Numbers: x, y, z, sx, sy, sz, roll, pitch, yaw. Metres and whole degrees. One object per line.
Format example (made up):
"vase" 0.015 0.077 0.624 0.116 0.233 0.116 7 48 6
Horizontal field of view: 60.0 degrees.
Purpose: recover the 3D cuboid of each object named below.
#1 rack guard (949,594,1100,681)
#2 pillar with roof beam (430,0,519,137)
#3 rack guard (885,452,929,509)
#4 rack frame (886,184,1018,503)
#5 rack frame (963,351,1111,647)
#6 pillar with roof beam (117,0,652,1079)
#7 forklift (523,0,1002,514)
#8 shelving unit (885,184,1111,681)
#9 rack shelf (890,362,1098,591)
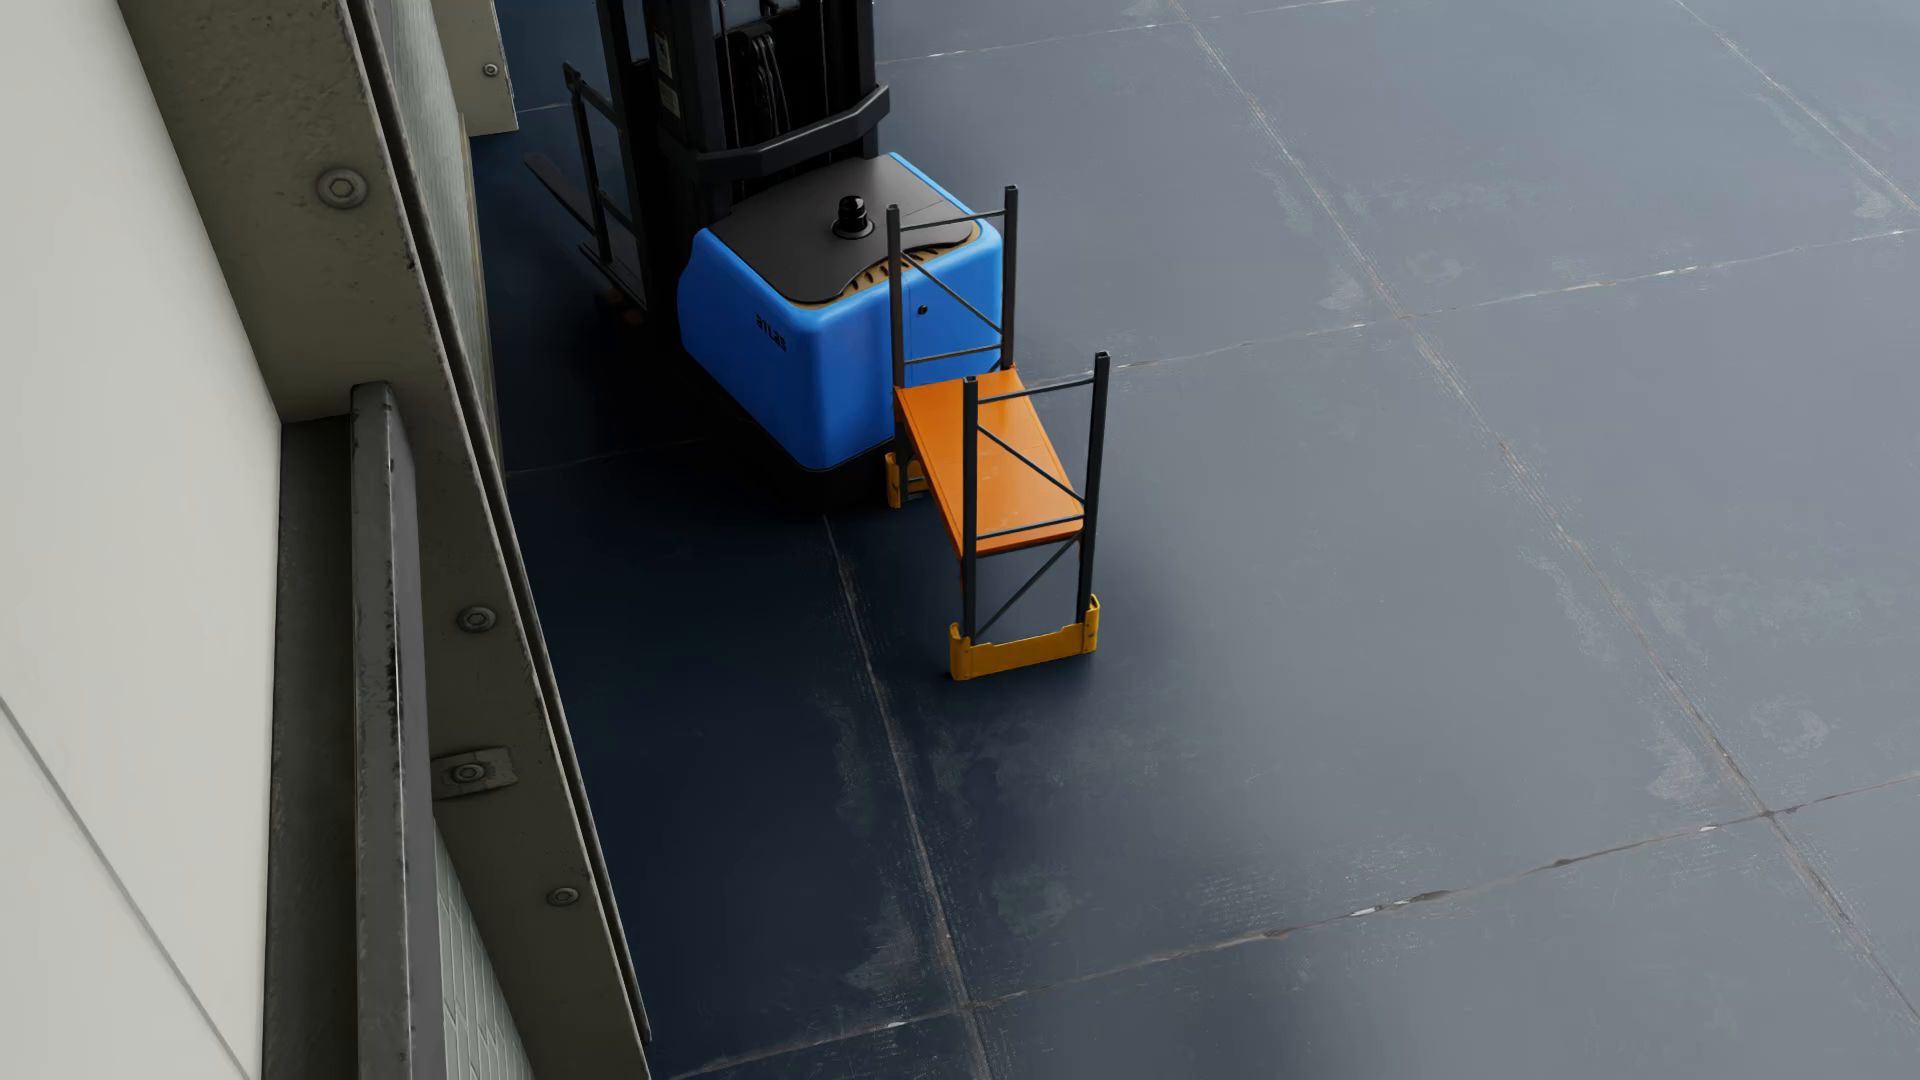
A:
"rack guard" 0.248 0.379 6.454 0.587 0.250 0.087 -12 47 -11
"pillar with roof beam" 1.512 -6.322 6.896 9.100 9.000 0.400 -11 47 -10
"rack guard" -0.027 -0.304 7.124 0.587 0.250 0.087 -12 47 -11
"rack frame" -0.027 -0.743 6.678 0.500 1.500 0.032 -12 47 -11
"rack frame" 0.254 -0.045 5.994 0.500 1.500 0.032 -12 47 -11
"pillar with roof beam" 3.048 -2.180 2.836 9.100 9.000 0.400 -11 47 -10
"forklift" -1.098 -2.146 7.051 1.130 2.935 3.031 -28 52 -25
"shelving unit" 0.111 -0.400 6.343 0.587 1.500 1.083 -12 47 -11
"rack shelf" 0.113 -0.268 6.465 0.538 0.185 1.000 -12 47 -11
